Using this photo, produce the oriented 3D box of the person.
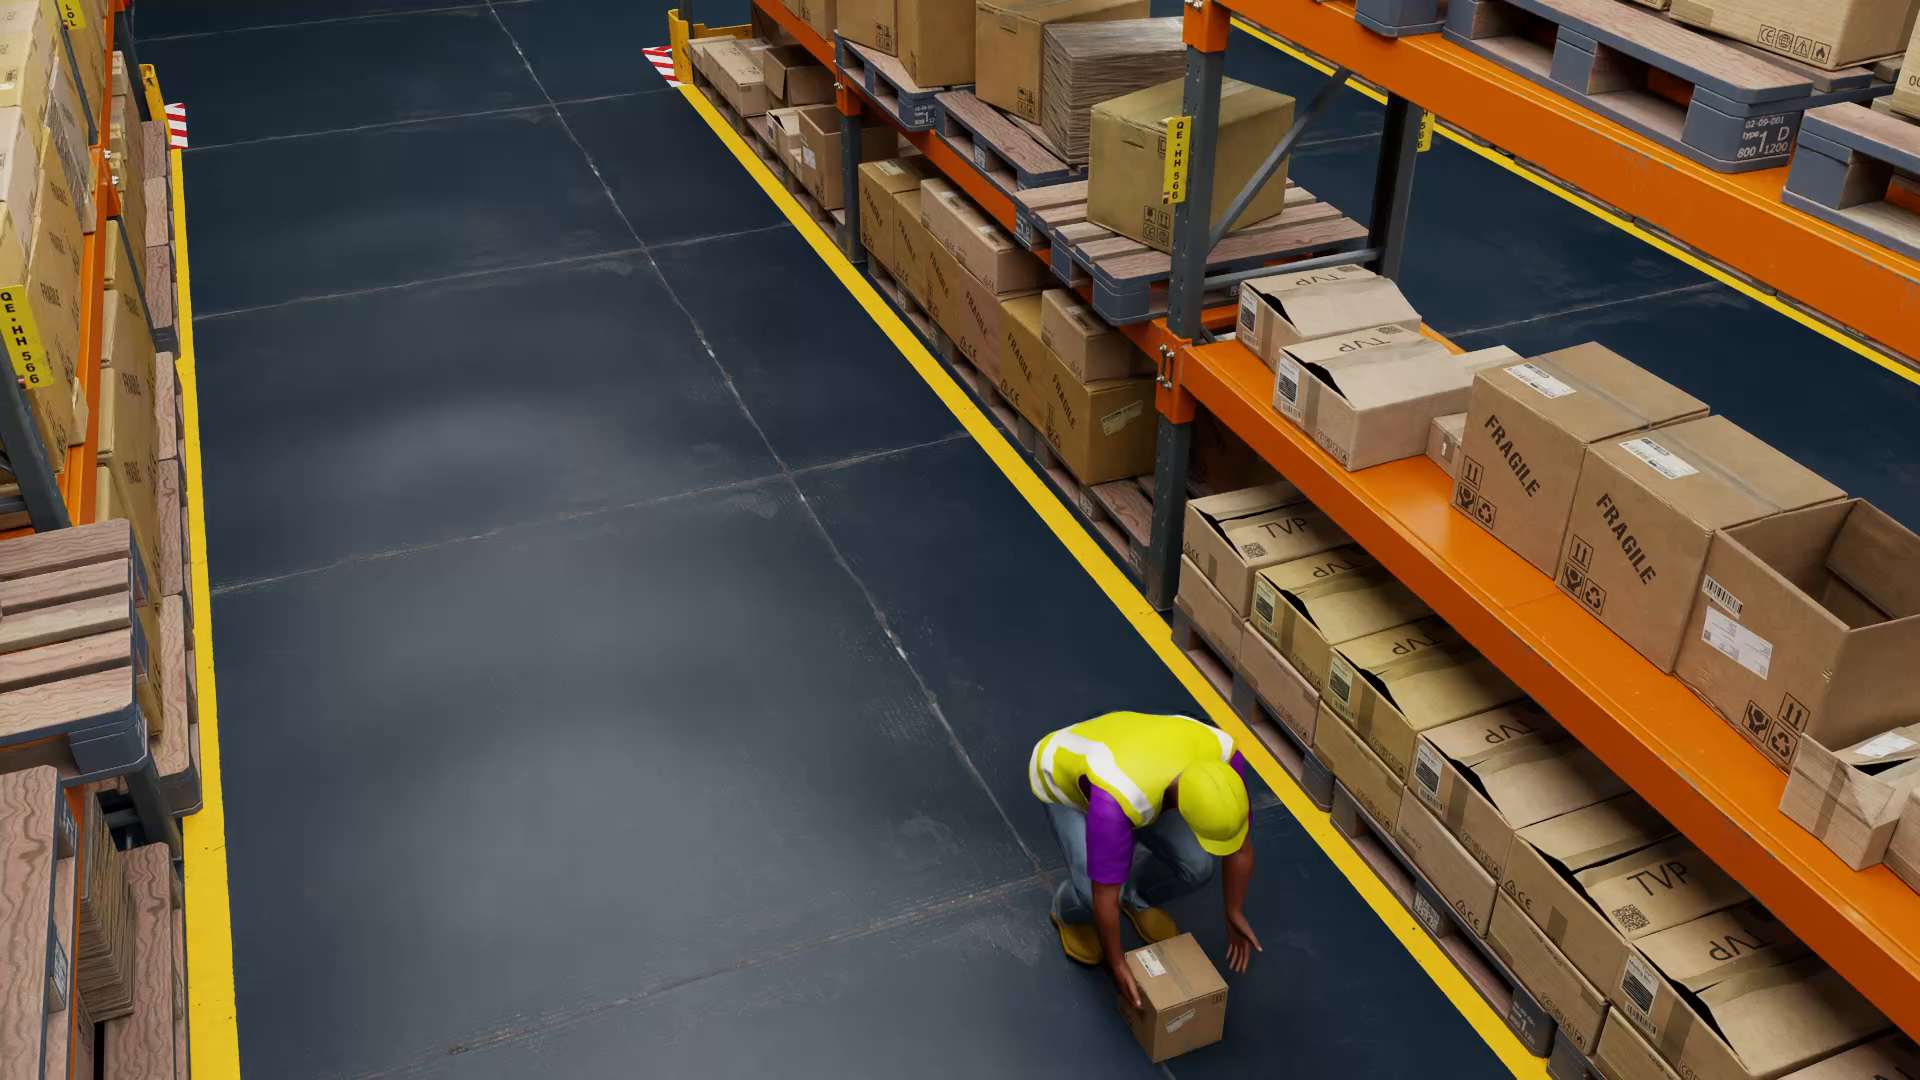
[{"bbox_3d":[0.598,0.937,5.359,0.593,1.039,0.884,-13,35,-19],"label":"person"}]
